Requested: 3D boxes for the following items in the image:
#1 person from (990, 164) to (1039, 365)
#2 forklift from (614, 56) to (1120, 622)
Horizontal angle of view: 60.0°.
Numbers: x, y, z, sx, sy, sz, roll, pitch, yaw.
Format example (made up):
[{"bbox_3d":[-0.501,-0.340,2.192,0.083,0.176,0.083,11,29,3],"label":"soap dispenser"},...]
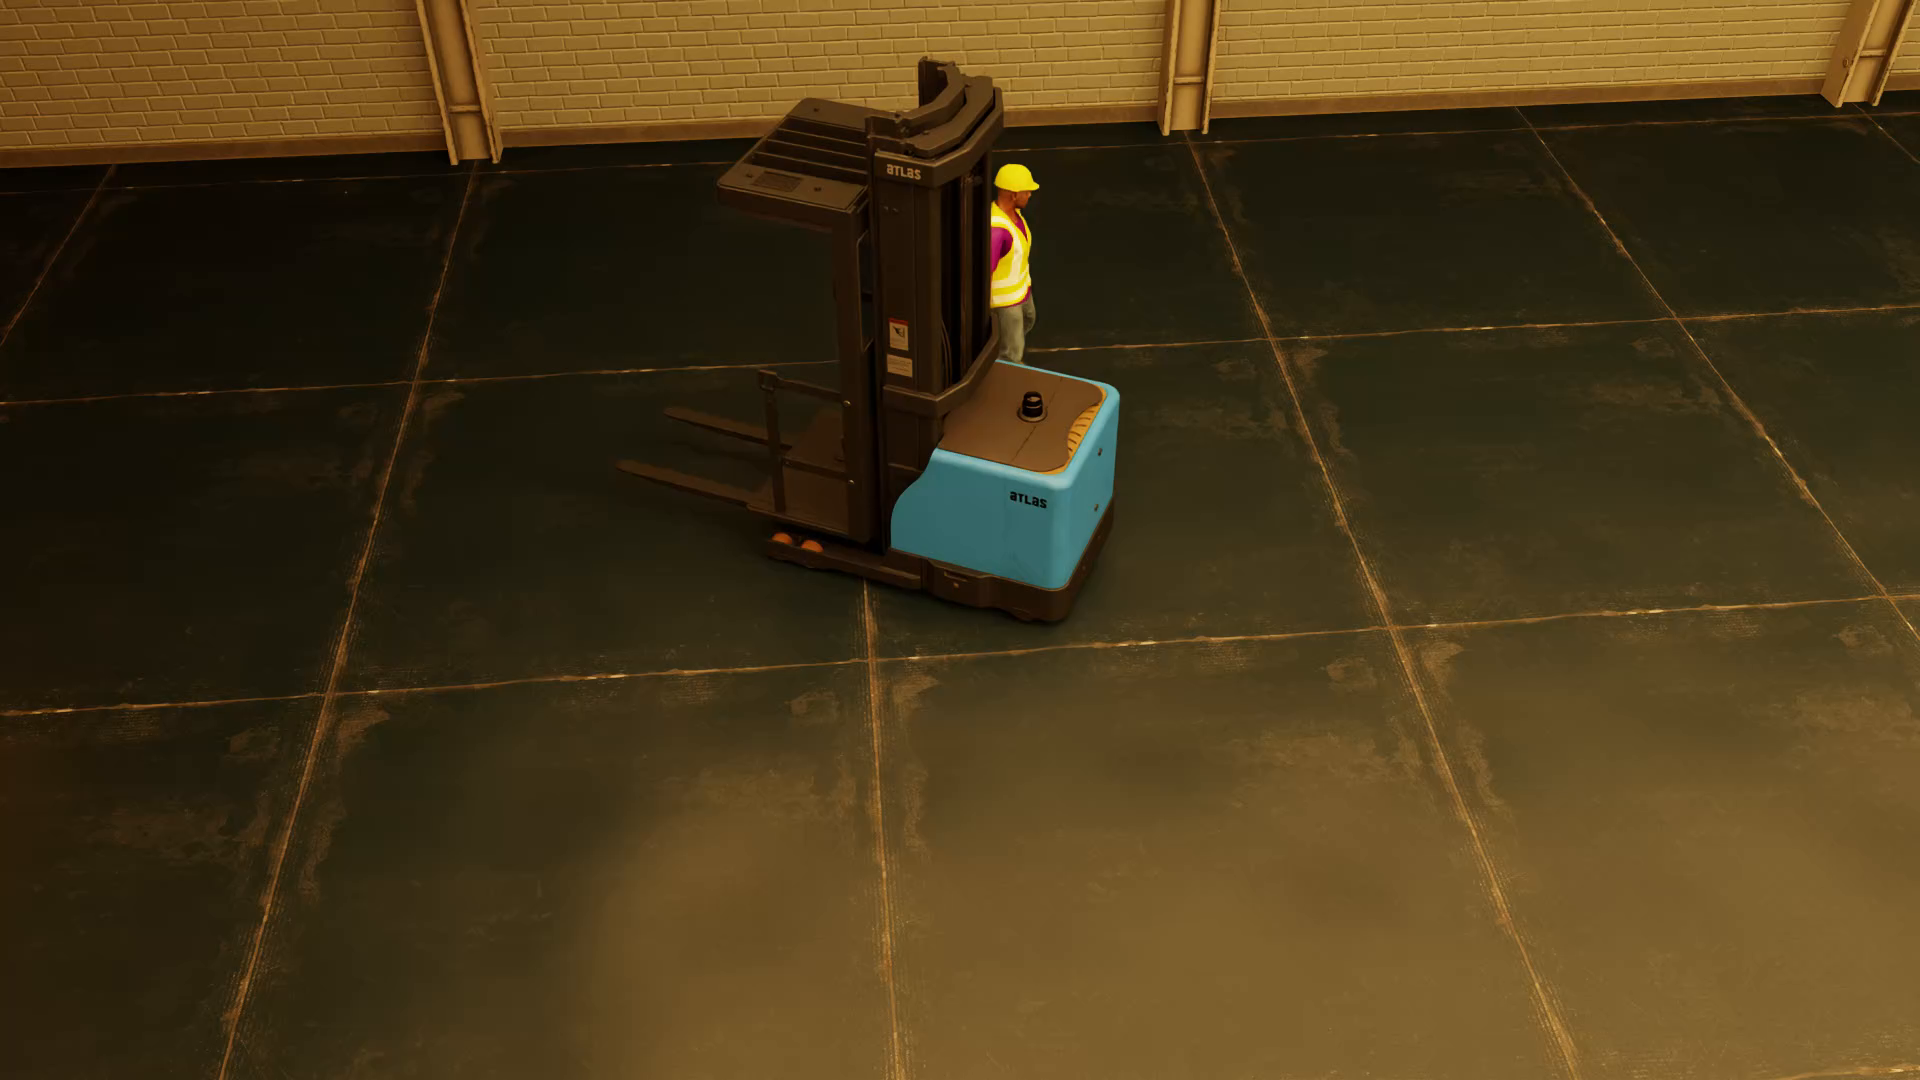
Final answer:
[{"bbox_3d":[0.219,-1.611,10.782,0.494,1.688,0.918,9,41,10],"label":"person"},{"bbox_3d":[-0.634,-1.249,9.398,3.031,2.935,1.130,14,43,16],"label":"forklift"}]
